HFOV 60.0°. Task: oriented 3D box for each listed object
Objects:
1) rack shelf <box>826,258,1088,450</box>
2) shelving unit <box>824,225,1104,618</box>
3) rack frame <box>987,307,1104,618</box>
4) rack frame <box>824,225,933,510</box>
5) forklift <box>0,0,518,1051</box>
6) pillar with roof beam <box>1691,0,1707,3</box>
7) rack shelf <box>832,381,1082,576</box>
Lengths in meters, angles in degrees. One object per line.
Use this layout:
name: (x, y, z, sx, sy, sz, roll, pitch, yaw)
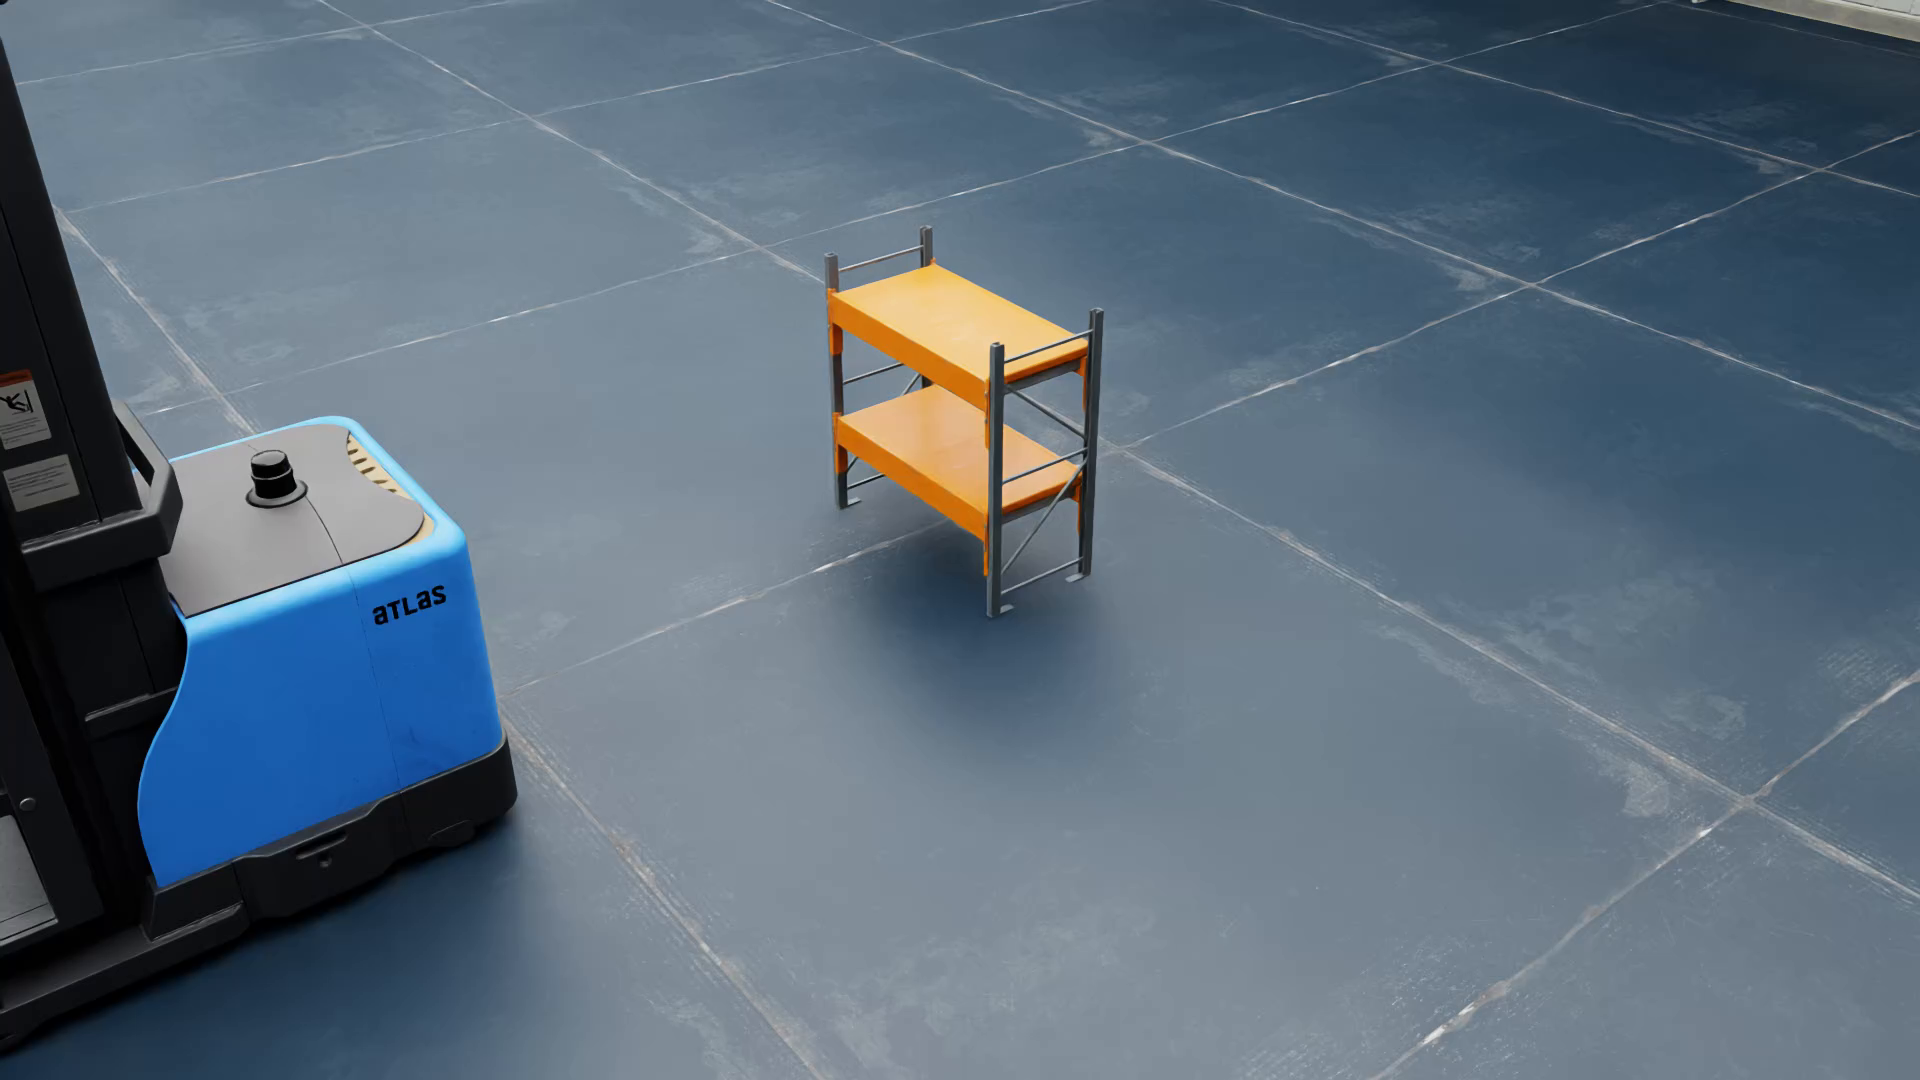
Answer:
rack shelf: (-0.004, -0.729, 6.303, 0.538, 0.278, 1.000, -22, 38, -31)
shelving unit: (-0.004, -0.481, 6.458, 0.538, 1.125, 1.048, -22, 38, -31)
rack frame: (0.308, -0.269, 6.117, 0.500, 1.125, 0.032, -22, 38, -31)
rack frame: (-0.316, -0.693, 6.799, 0.500, 1.125, 0.032, -22, 38, -31)
forklift: (-2.889, -0.085, 4.109, 3.031, 2.935, 1.130, -22, 38, -31)
pillar with roof beam: (2.832, -7.100, 9.653, 9.100, 9.000, 0.400, -22, 38, -31)
rack shelf: (-0.004, -0.273, 6.587, 0.538, 0.278, 1.000, -22, 38, -31)
